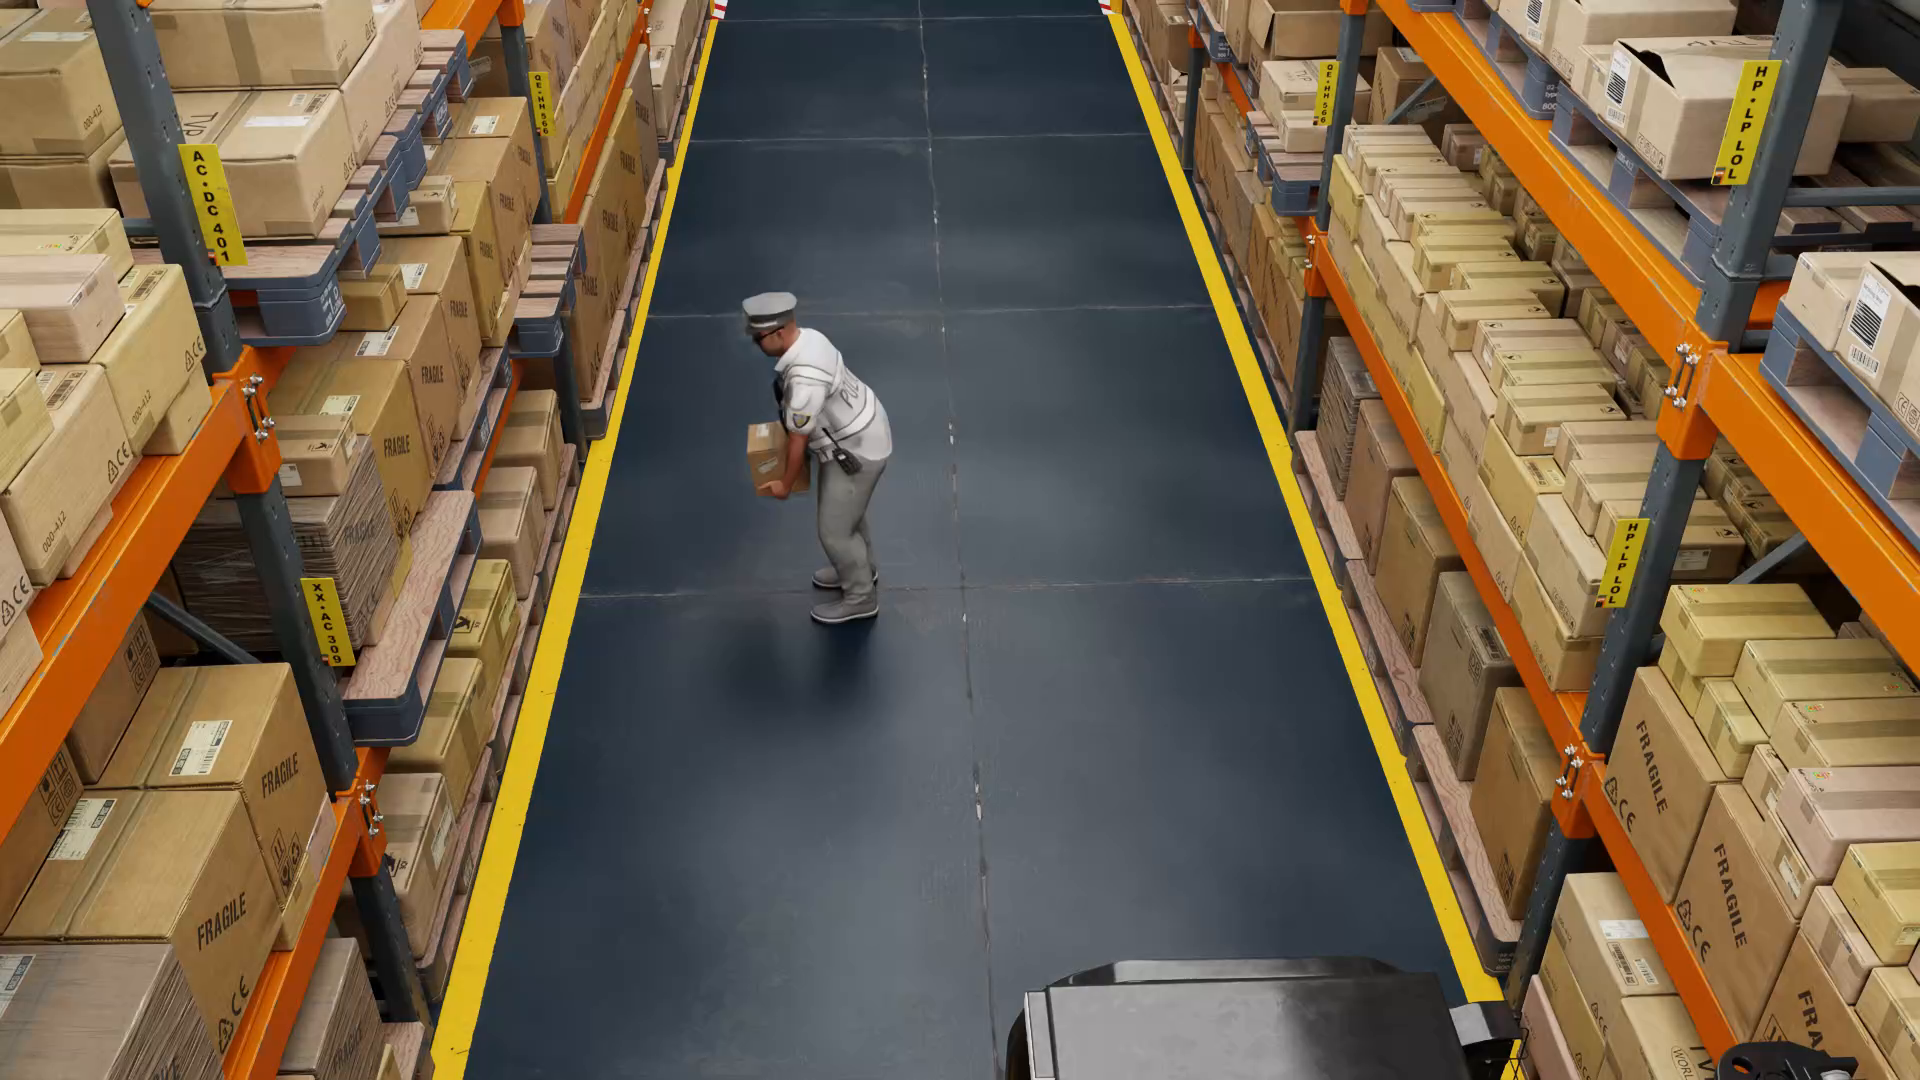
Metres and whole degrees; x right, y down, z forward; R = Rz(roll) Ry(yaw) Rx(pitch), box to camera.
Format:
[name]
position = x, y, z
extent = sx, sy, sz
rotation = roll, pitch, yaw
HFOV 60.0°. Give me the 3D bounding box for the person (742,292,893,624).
[person]
position = -0.638, -0.387, 7.766
extent = 0.633, 1.675, 0.478
rotation = -2, 35, -3
